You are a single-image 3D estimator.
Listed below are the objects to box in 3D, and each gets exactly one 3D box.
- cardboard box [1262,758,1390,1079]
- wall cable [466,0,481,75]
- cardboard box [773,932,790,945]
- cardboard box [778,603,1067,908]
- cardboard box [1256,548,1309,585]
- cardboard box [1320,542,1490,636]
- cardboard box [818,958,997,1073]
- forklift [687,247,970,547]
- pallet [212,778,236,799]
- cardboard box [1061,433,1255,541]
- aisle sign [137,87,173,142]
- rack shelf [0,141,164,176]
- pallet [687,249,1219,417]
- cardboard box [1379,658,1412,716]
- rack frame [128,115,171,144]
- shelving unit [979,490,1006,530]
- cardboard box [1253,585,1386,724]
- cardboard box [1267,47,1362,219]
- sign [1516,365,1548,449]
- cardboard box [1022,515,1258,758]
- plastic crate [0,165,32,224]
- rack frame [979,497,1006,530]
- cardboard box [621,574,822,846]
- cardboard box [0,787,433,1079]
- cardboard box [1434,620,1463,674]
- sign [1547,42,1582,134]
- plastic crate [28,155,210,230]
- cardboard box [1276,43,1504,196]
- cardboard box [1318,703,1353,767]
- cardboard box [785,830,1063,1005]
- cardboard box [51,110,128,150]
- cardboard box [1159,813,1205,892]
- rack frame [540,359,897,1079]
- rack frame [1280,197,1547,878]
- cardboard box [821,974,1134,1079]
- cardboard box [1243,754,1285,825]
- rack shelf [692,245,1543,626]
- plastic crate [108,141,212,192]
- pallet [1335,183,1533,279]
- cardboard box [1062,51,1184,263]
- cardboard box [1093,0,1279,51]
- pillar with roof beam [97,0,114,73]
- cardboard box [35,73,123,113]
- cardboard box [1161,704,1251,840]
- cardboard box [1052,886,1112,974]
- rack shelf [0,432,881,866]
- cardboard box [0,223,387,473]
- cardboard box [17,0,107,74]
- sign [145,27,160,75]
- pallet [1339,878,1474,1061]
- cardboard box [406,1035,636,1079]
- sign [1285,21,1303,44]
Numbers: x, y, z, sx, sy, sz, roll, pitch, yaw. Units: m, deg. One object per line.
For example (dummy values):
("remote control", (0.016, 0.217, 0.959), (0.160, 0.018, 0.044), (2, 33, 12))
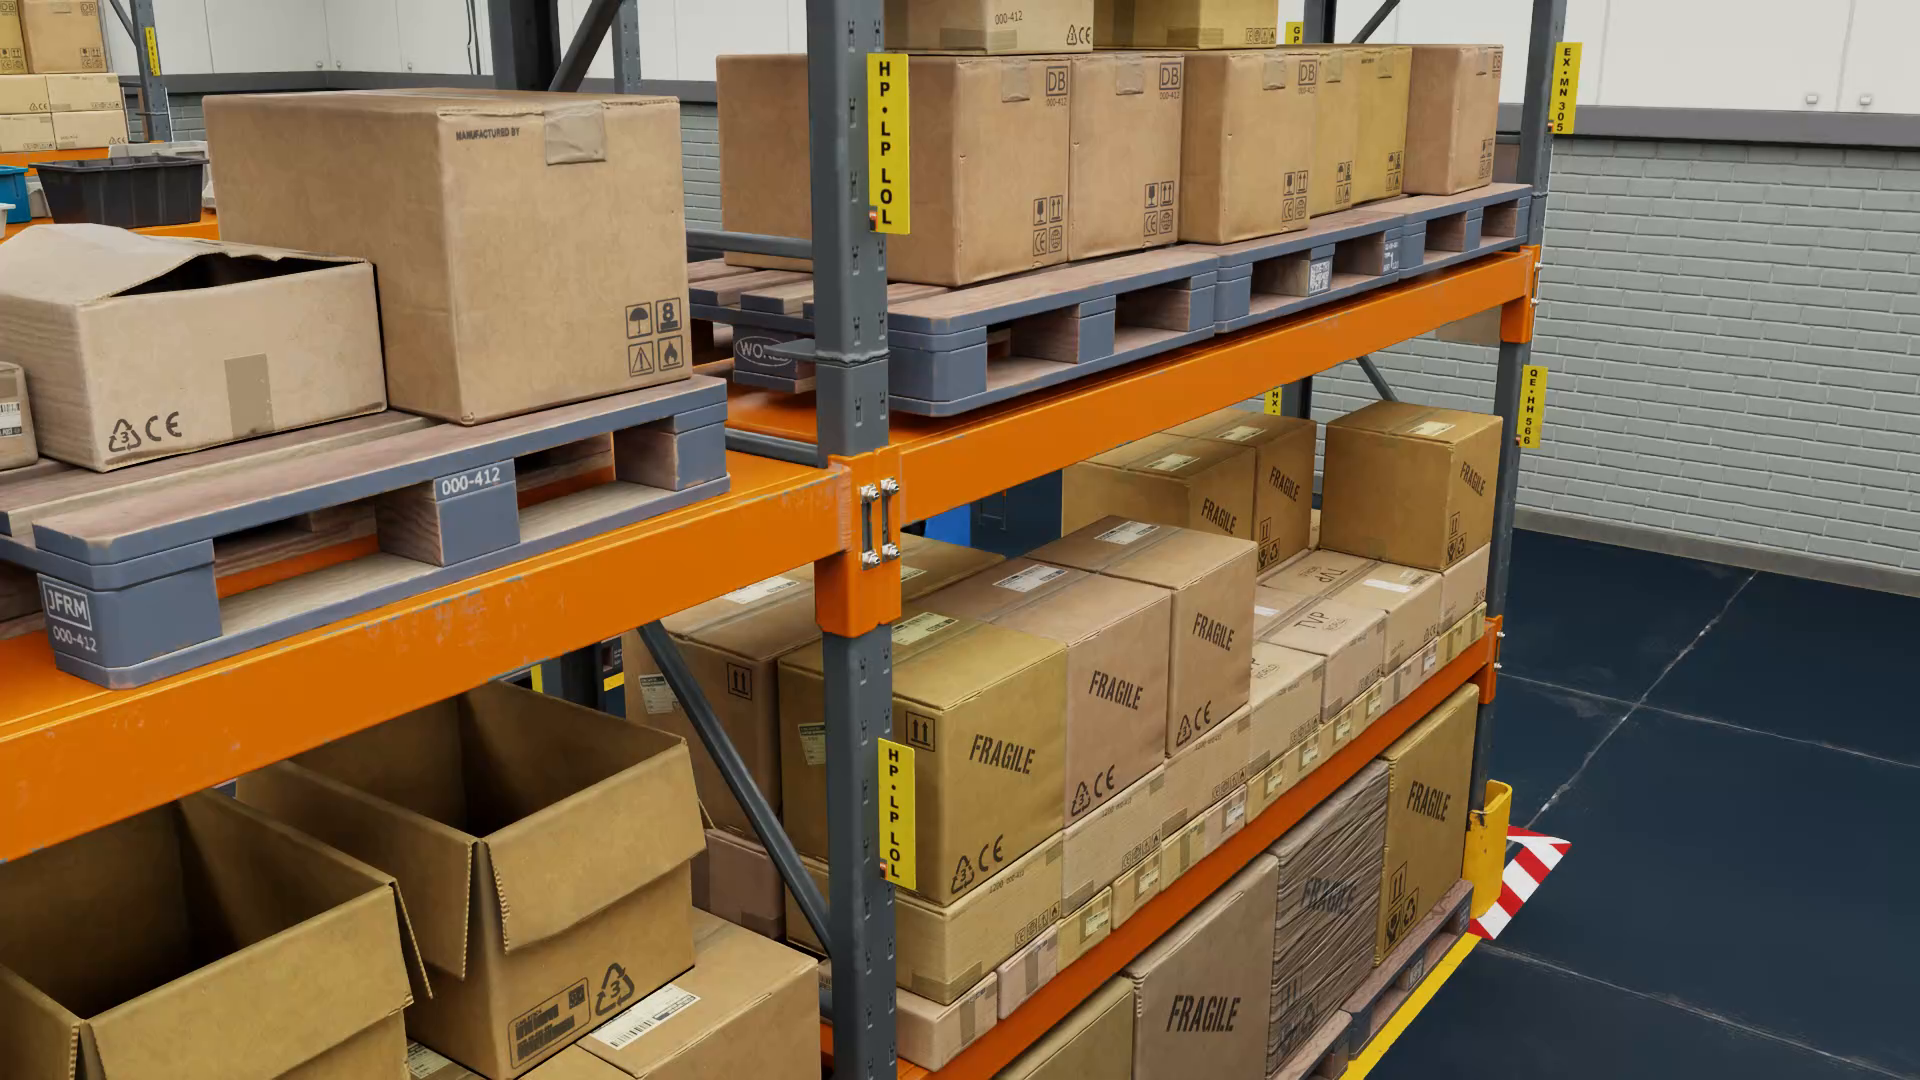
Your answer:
("cardboard box", (0.947, 1.244, 6.053), (0.875, 0.875, 0.875), (12, 21, 35))
("wall cable", (-6.471, -5.245, 19.196), (3.097, 2.526, 0.112), (12, 21, 35))
("cardboard box", (-0.659, 0.989, 4.424), (0.380, 0.149, 0.250), (13, 21, 35))
("cardboard box", (-0.087, 0.502, 4.055), (0.500, 0.500, 0.500), (12, 21, 35))
("cardboard box", (0.999, 0.168, 6.396), (0.500, 0.250, 0.500), (12, 21, 34))
("cardboard box", (1.730, 0.139, 6.490), (0.500, 0.250, 0.500), (12, 21, 34))
("cardboard box", (-0.134, 1.108, 4.042), (0.380, 0.149, 0.250), (12, 21, 35))
("forklift", (-0.840, -0.650, 9.395), (1.130, 2.935, 3.031), (5, 18, 16))
("pallet", (-4.148, 1.274, 7.785), (1.003, 0.211, 1.213), (12, 21, 35))
("cardboard box", (0.701, -0.071, 5.903), (0.500, 0.500, 0.500), (12, 21, 33))
("aisle sign", (-5.861, -2.908, 12.167), (0.394, 0.787, 0.004), (12, 21, 35))
("rack shelf", (-7.339, -2.317, 10.802), (1.077, 0.370, 4.000), (12, 21, 35))
("pallet", (-0.081, -0.583, 4.157), (1.003, 0.211, 1.213), (12, 21, 35))
("cardboard box", (1.404, 0.491, 6.027), (0.380, 0.149, 0.250), (13, 21, 36))
("rack frame", (-6.148, -1.704, 12.674), (1.000, 3.000, 0.127), (12, 21, 35))
("shelving unit", (0.099, -0.612, 12.193), (0.258, 1.200, 0.503), (12, 21, 35))
("cardboard box", (1.125, 0.381, 5.711), (0.500, 0.250, 0.500), (12, 21, 33))
("cardboard box", (0.838, -1.304, 5.281), (0.700, 0.500, 0.500), (11, 20, 31))
("sign", (2.234, -0.520, 6.508), (0.100, 0.325, 0.005), (12, 21, 35))
("cardboard box", (0.519, 0.262, 4.831), (0.500, 0.500, 0.500), (12, 21, 33))
("plastic crate", (-4.269, -1.501, 7.245), (0.416, 0.233, 0.300), (12, 21, 35))
("rack frame", (0.244, -0.671, 12.380), (0.240, 1.200, 0.015), (12, 21, 35))
("cardboard box", (-0.518, 0.414, 4.338), (0.500, 0.500, 0.500), (13, 22, 36))
("cardboard box", (-1.370, 0.788, 2.789), (0.797, 0.503, 0.637), (13, 21, 35))
("cardboard box", (1.705, 0.372, 6.411), (0.380, 0.149, 0.250), (13, 21, 35))
("sign", (2.234, -1.671, 6.151), (0.100, 0.325, 0.005), (12, 21, 35))
("plastic crate", (-3.595, -1.493, 7.156), (0.497, 0.269, 0.590), (12, 21, 35))
("cardboard box", (1.539, -1.548, 6.068), (0.700, 0.500, 0.500), (11, 20, 31))
("cardboard box", (1.097, 0.615, 5.628), (0.380, 0.149, 0.250), (13, 21, 35))
("cardboard box", (-0.087, 0.864, 4.156), (0.500, 0.250, 0.500), (12, 21, 34))
("cardboard box", (-6.242, -2.896, 11.708), (0.500, 0.250, 0.500), (12, 21, 35))
("cardboard box", (0.487, 0.859, 4.844), (0.380, 0.149, 0.250), (12, 21, 34))
("rack frame", (-0.577, 1.000, 3.967), (1.000, 3.000, 0.127), (12, 21, 35))
("rack frame", (1.806, 0.047, 7.035), (1.000, 3.000, 0.127), (12, 21, 35))
("cardboard box", (-0.120, 1.671, 4.680), (0.875, 0.875, 0.875), (12, 21, 35))
("cardboard box", (0.794, 0.736, 5.238), (0.380, 0.149, 0.250), (12, 21, 33))
("rack shelf", (0.614, -0.566, 5.162), (1.077, 0.370, 4.000), (12, 21, 35))
("plastic crate", (-3.740, -1.731, 7.901), (0.437, 0.282, 0.530), (12, 21, 35))
("pallet", (1.372, -1.165, 6.028), (1.003, 0.211, 1.213), (12, 21, 35))
("cardboard box", (0.165, -1.053, 4.474), (0.700, 0.500, 0.500), (14, 22, 37))
("cardboard box", (0.594, -1.560, 4.843), (0.500, 0.250, 0.500), (12, 21, 33))
("pillar with roof beam", (-5.757, -5.479, 14.714), (9.100, 9.000, 0.400), (12, 21, 35))
("cardboard box", (-6.249, -3.137, 11.639), (0.500, 0.250, 0.500), (12, 21, 35))
("cardboard box", (0.517, 0.622, 4.935), (0.500, 0.250, 0.500), (13, 22, 36))
("cardboard box", (0.179, 0.983, 4.445), (0.380, 0.149, 0.250), (13, 22, 36))
("rack shelf", (-1.769, 0.387, 2.095), (1.077, 0.370, 4.000), (12, 21, 35))
("cardboard box", (-1.303, -0.345, 2.683), (0.500, 0.311, 0.500), (12, 21, 33))
("cardboard box", (-6.441, -3.537, 11.663), (0.700, 0.500, 0.500), (12, 21, 35))
("sign", (-5.714, -3.457, 11.767), (0.100, 0.325, 0.005), (12, 21, 35))
("pallet", (1.392, 1.583, 6.790), (1.003, 0.211, 1.213), (12, 21, 35))
("cardboard box", (-0.937, 1.228, 3.062), (0.500, 0.500, 0.500), (13, 22, 36))
("sign", (1.364, -1.940, 6.769), (0.100, 0.325, 0.005), (12, 21, 35))
